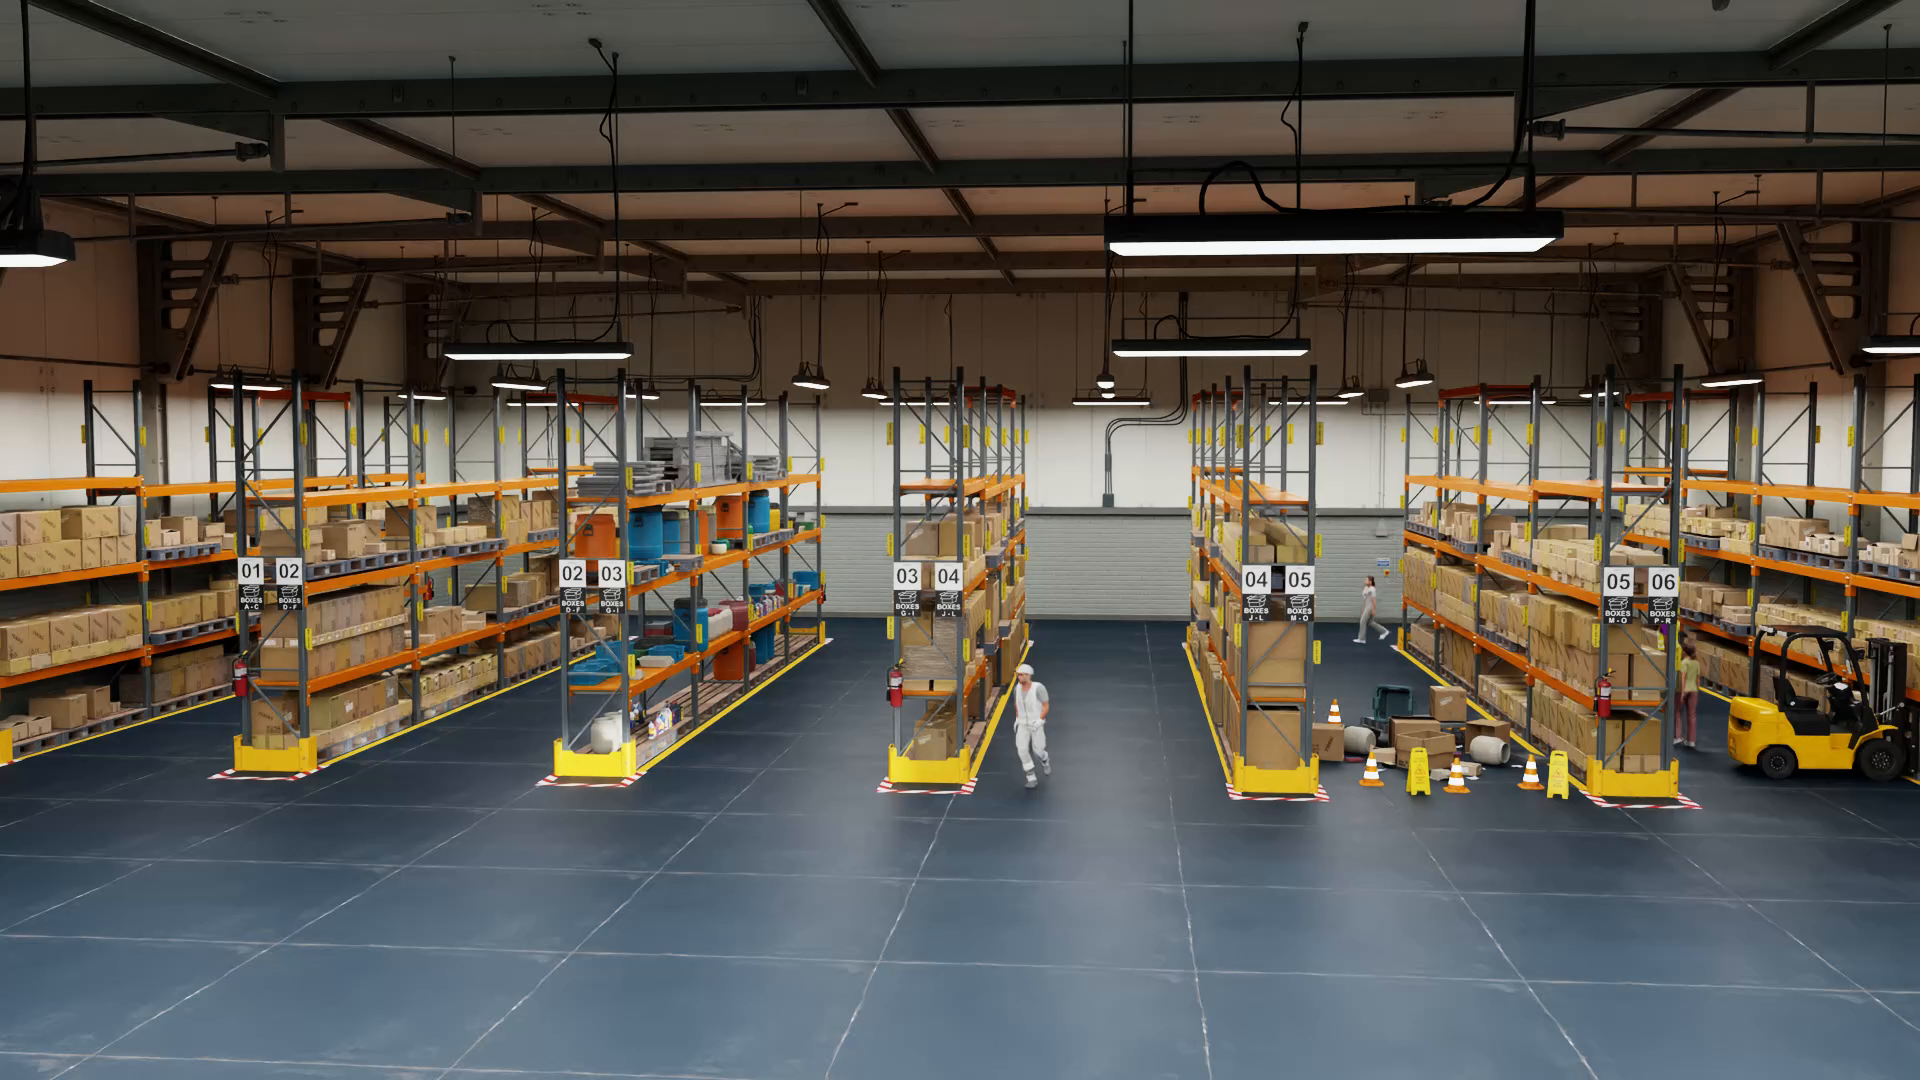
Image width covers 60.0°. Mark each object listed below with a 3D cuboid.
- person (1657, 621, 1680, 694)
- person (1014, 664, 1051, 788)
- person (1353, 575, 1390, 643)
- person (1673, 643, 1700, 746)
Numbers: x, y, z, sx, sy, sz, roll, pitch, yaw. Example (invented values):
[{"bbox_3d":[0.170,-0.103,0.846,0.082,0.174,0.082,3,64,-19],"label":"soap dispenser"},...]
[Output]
[{"bbox_3d":[13.640,2.149,31.914,0.543,1.785,0.549,-1,4,-15],"label":"person"},{"bbox_3d":[1.036,2.645,23.897,0.586,1.745,0.691,2,4,25],"label":"person"},{"bbox_3d":[9.969,1.681,40.256,0.891,1.623,0.431,0,4,4],"label":"person"},{"bbox_3d":[11.782,2.526,26.898,0.456,1.715,0.593,0,4,1],"label":"person"}]
